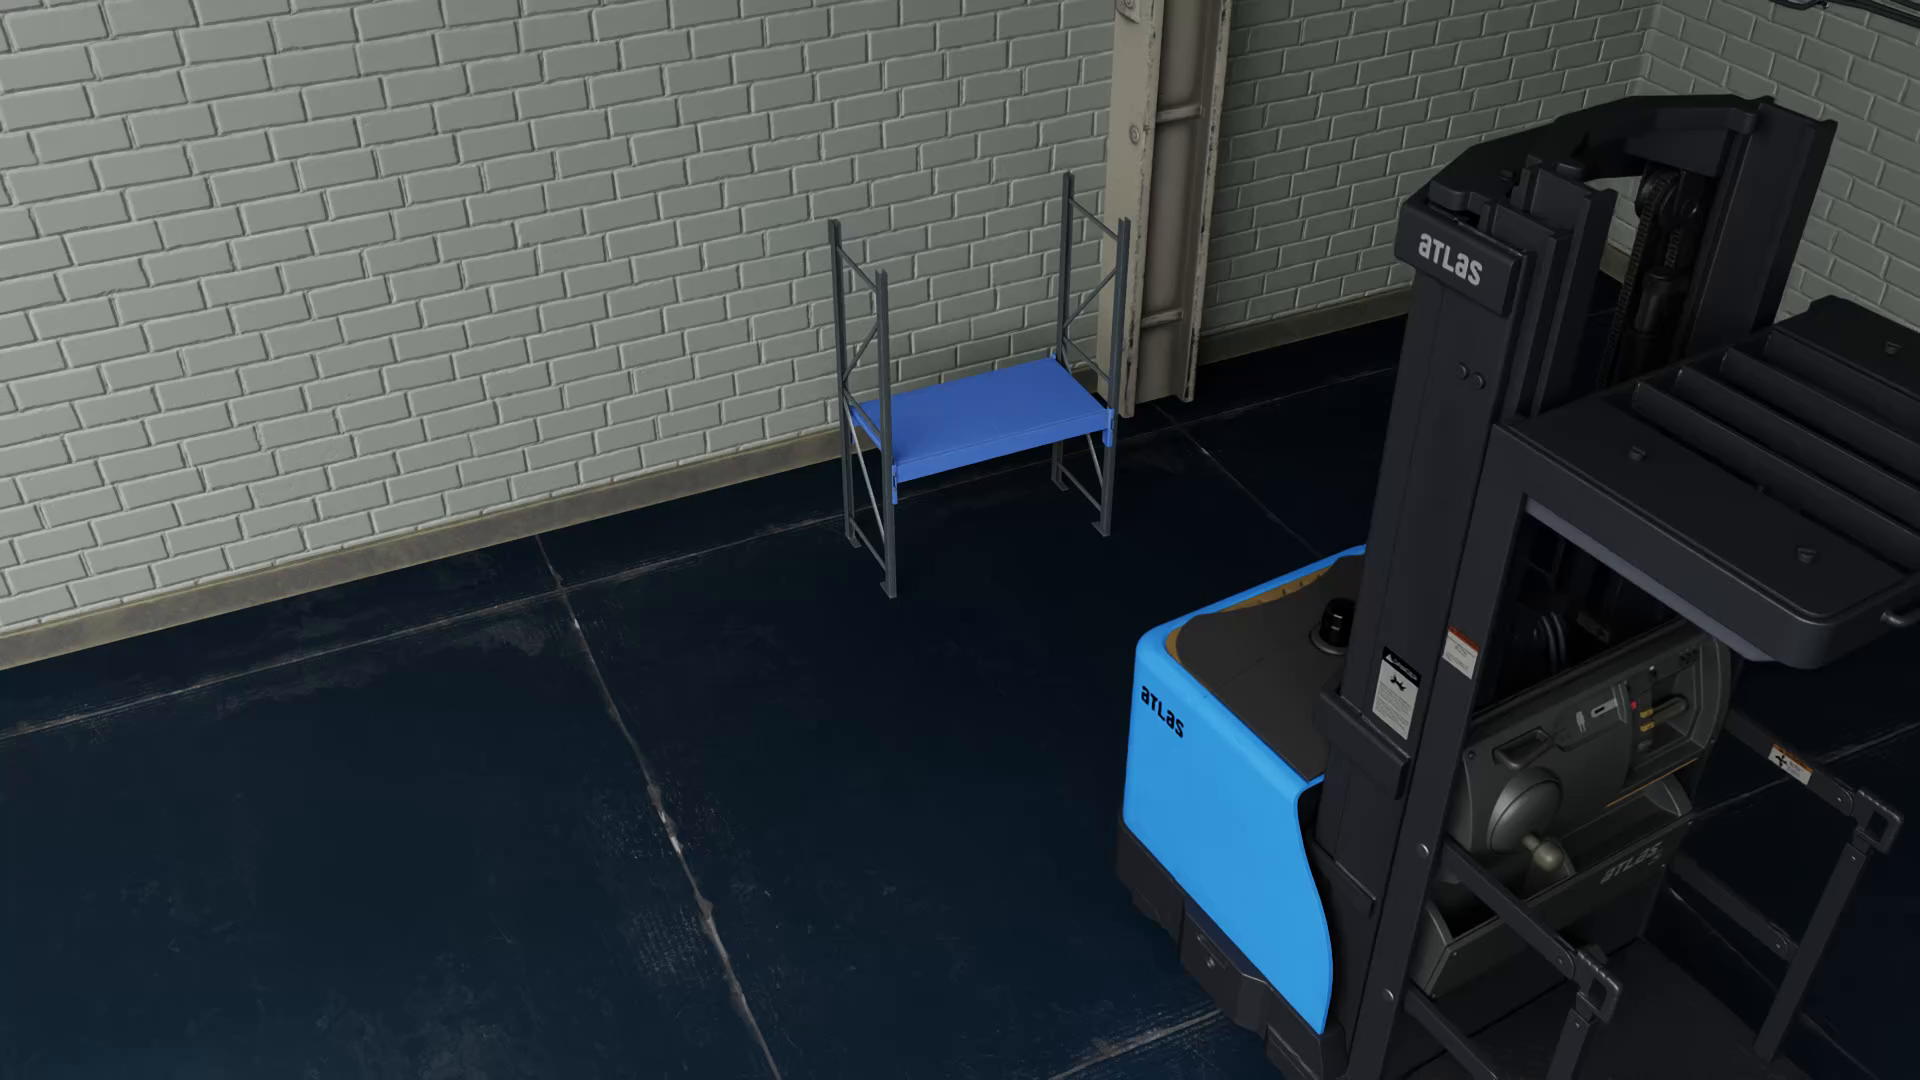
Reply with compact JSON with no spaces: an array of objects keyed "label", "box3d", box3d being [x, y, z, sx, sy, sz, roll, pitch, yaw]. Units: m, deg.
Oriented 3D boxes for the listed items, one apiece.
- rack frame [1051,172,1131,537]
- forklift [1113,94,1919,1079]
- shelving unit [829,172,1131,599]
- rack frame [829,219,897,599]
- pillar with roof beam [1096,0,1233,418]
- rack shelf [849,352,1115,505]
[{"label":"rack frame","box3d":[0.537,-0.753,7.006,0.032,1.500,0.500,-16,39,-20]},{"label":"forklift","box3d":[1.709,0.578,4.011,1.130,2.935,3.031,-20,41,-24]},{"label":"shelving unit","box3d":[0.077,-0.624,6.832,1.048,1.500,0.538,-16,39,-20]},{"label":"rack frame","box3d":[-0.383,-0.495,6.659,0.032,1.500,0.500,-16,39,-20]},{"label":"pillar with roof beam","box3d":[2.739,-2.014,2.411,0.400,9.000,9.100,-16,39,-20]},{"label":"rack shelf","box3d":[0.077,-0.480,6.939,1.000,0.185,0.538,-16,39,-20]}]
